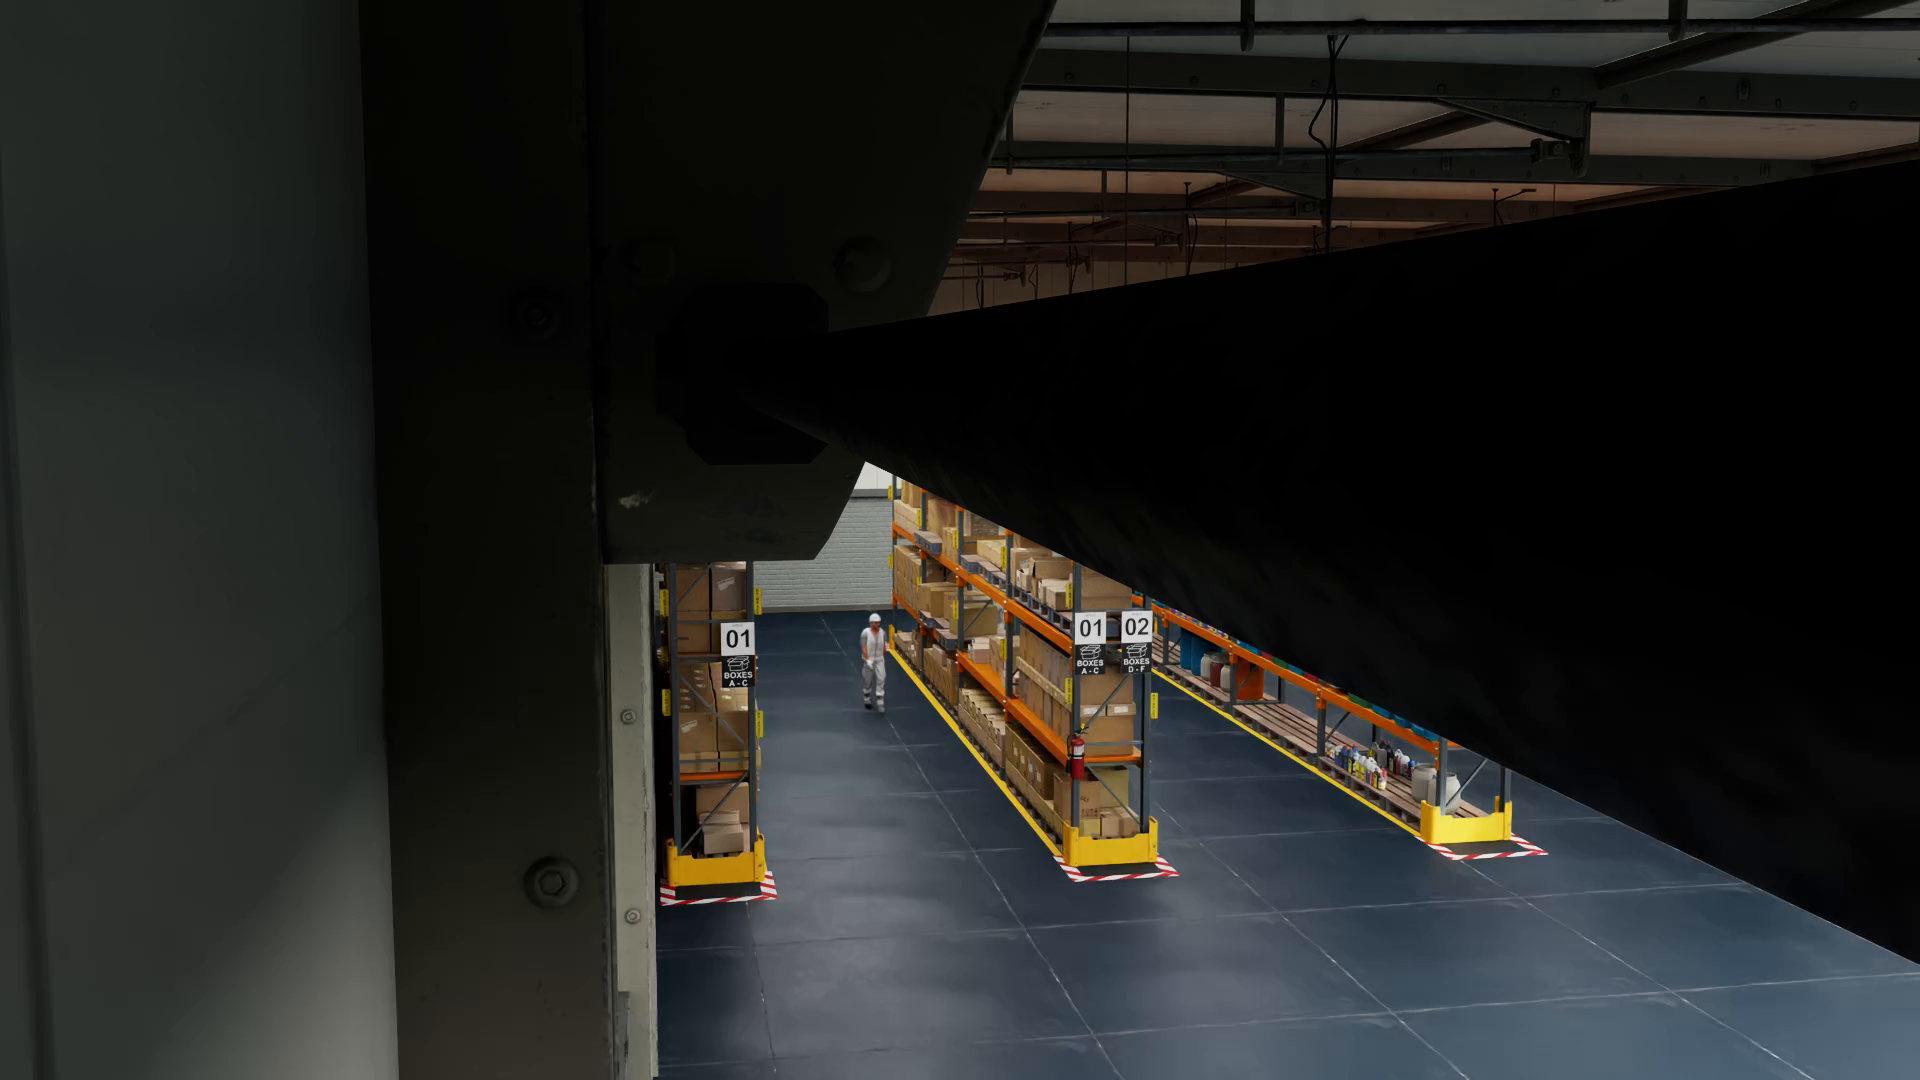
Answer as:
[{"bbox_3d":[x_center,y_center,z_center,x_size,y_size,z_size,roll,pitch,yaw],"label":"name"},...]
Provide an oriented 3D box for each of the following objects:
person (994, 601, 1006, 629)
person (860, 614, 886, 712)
[{"bbox_3d":[0.790,1.758,35.072,0.596,1.585,0.702,0,6,-1],"label":"person"},{"bbox_3d":[-1.542,2.198,30.145,0.520,1.735,0.962,-2,7,-21],"label":"person"}]
